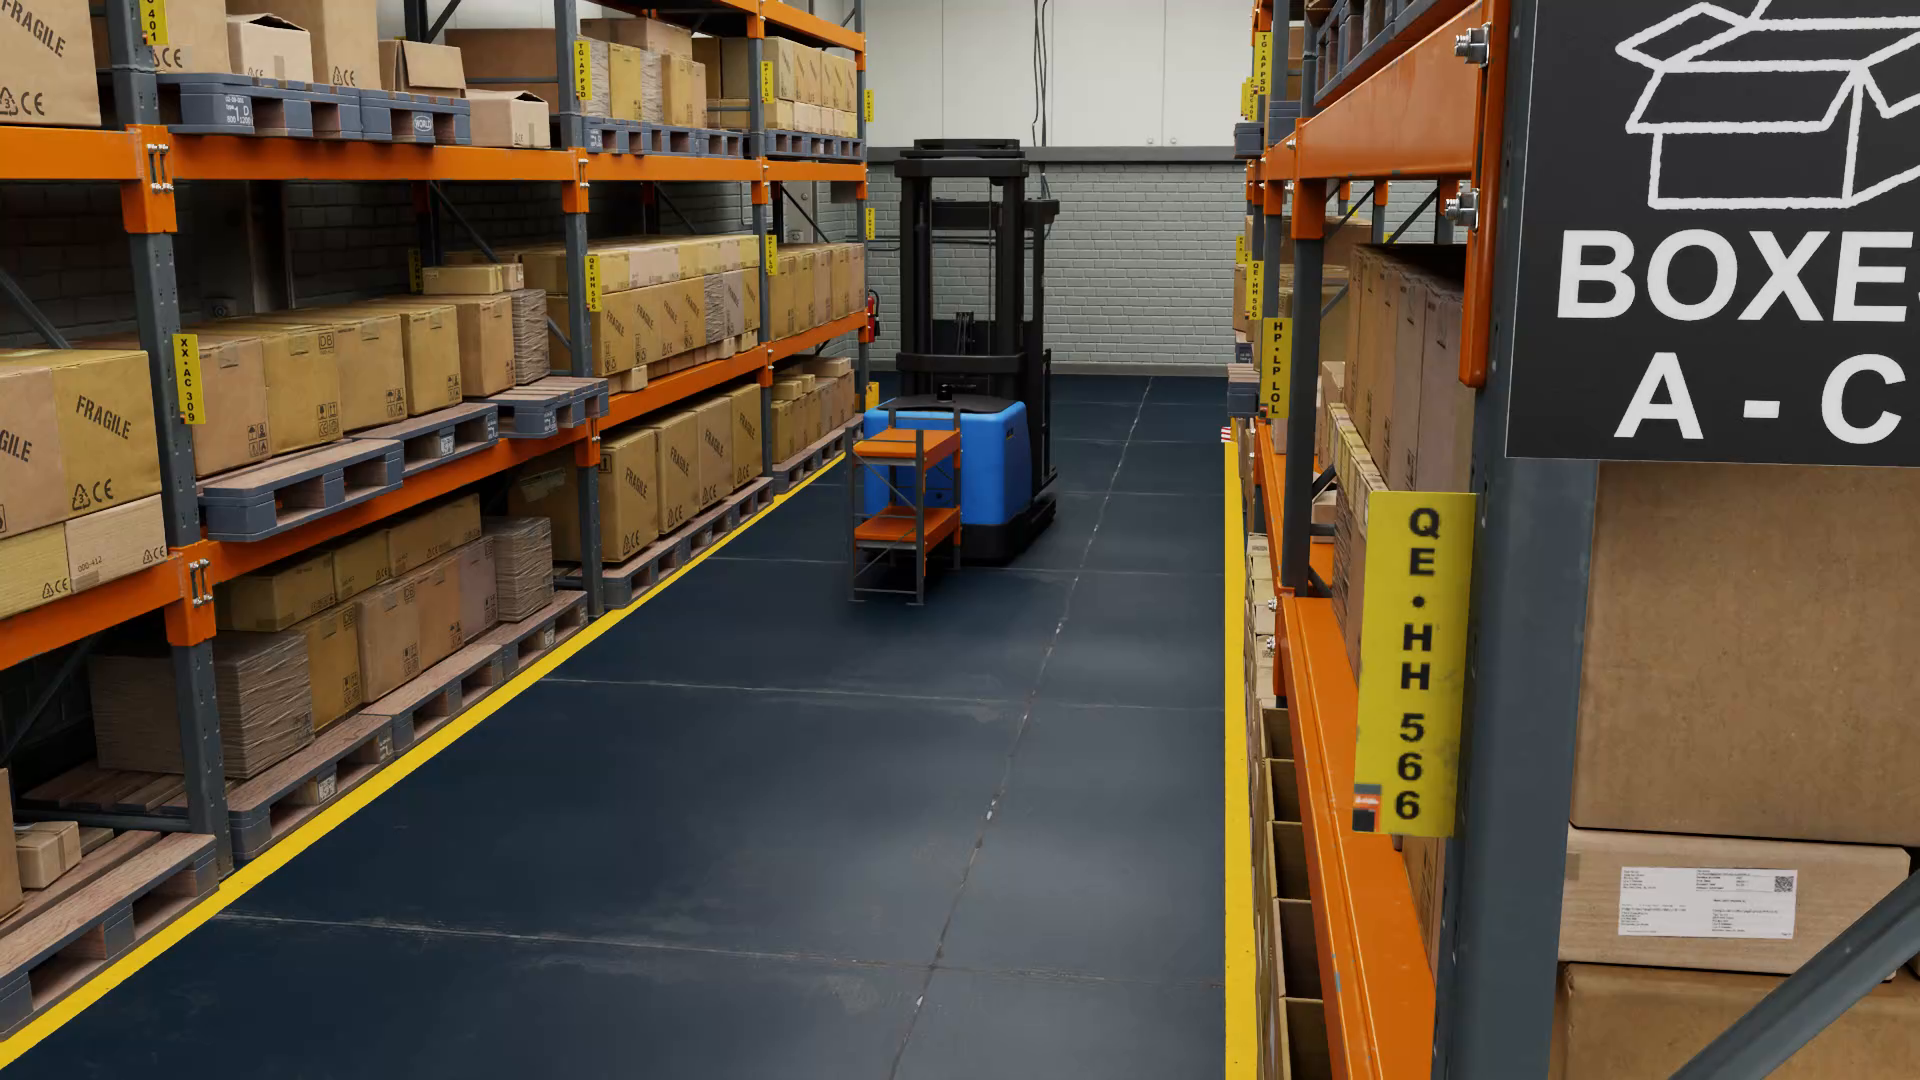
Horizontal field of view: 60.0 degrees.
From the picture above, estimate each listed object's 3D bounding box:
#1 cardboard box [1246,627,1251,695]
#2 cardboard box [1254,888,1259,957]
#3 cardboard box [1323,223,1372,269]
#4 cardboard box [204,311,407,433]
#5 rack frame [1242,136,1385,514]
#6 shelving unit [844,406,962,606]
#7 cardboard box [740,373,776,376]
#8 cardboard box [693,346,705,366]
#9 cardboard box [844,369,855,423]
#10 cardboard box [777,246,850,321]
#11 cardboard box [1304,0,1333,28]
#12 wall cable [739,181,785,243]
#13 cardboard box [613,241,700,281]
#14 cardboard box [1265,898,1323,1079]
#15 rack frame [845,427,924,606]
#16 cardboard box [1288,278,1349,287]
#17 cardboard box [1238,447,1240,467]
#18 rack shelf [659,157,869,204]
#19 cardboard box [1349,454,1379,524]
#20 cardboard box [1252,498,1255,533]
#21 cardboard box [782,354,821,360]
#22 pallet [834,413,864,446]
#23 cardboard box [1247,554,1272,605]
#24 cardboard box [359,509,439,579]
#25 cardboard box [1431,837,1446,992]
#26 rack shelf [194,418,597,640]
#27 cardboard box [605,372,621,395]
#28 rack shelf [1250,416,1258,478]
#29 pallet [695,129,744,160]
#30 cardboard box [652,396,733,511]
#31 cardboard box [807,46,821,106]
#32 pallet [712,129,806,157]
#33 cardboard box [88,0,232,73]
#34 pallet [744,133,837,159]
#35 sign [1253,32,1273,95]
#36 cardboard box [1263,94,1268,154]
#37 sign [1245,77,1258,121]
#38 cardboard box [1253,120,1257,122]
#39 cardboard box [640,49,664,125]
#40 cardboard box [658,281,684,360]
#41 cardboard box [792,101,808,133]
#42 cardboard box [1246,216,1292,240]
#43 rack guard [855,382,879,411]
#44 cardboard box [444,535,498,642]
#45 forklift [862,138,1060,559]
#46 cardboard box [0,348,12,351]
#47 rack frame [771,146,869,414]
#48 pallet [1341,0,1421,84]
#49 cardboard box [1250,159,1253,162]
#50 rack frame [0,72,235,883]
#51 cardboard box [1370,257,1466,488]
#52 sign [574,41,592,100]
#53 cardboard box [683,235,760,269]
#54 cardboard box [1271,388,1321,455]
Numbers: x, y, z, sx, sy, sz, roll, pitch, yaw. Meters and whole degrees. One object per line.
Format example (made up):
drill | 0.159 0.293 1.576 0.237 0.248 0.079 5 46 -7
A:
cardboard box | 1.661 0.605 8.096 0.500 0.250 0.500 2 12 7
cardboard box | 1.196 1.212 5.281 0.500 0.250 0.500 2 12 9
cardboard box | 3.148 -2.306 13.462 0.500 0.500 0.500 2 12 10
cardboard box | -3.053 -0.797 7.788 0.700 0.500 0.500 4 13 16
rack frame | 2.797 -1.679 13.165 1.000 3.000 0.127 2 12 9
shelving unit | -0.358 -0.252 10.992 0.538 1.125 1.048 3 12 13
cardboard box | -1.942 -1.485 15.661 0.380 0.149 0.250 2 12 9
cardboard box | -2.109 -1.383 12.341 0.380 0.149 0.250 2 12 7
cardboard box | -1.492 -1.506 17.298 0.700 0.500 0.500 2 12 9
cardboard box | -1.653 -2.560 16.540 0.980 0.700 0.700 2 12 8
cardboard box | 1.229 -1.706 4.605 0.500 0.500 0.500 3 13 13
wall cable | -2.221 -3.465 19.042 0.084 1.984 1.851 2 12 9
cardboard box | -2.162 -1.986 11.816 0.500 0.250 0.500 2 12 7
cardboard box | 0.957 1.157 3.754 0.500 0.500 0.500 2 12 9
rack frame | -0.474 -0.148 10.509 0.500 1.125 0.032 3 12 13
cardboard box | 2.497 -1.420 10.726 0.700 0.500 0.500 4 13 19
cardboard box | 2.603 -0.708 14.383 0.380 0.149 0.250 2 12 9
rack shelf | -1.791 -3.370 15.598 1.077 0.370 4.000 2 12 9
cardboard box | 1.178 -0.117 4.141 0.380 0.149 0.250 1 12 7
cardboard box | 2.094 -0.042 10.457 0.500 0.500 0.500 2 12 11
cardboard box | -1.670 -1.856 17.380 0.380 0.149 0.250 2 12 9
pallet | -1.529 -1.139 17.279 1.003 0.211 1.213 2 12 9
cardboard box | 1.739 0.227 8.517 0.500 0.311 0.500 2 12 7
cardboard box | -2.996 0.010 8.438 0.500 0.250 0.500 2 12 8
cardboard box | 1.112 0.564 2.520 0.700 0.500 0.500 2 12 10
rack shelf | -3.021 -0.238 8.186 1.077 0.370 4.000 2 12 9
cardboard box | -2.387 -1.006 10.592 0.380 0.149 0.250 2 12 9
rack shelf | 2.489 -0.911 11.309 1.077 0.370 4.000 2 12 9
pallet | -2.191 -3.019 12.717 0.805 0.209 1.217 1 12 6
cardboard box | -2.204 -0.669 12.582 0.750 0.750 0.750 2 12 10
cardboard box | -1.568 -4.202 15.094 0.500 0.500 0.500 2 12 9
pallet | -1.962 -3.432 14.388 1.003 0.211 1.213 2 12 9
cardboard box | -3.166 -2.005 6.324 0.500 0.500 0.500 4 13 17
pallet | -1.772 -3.685 15.563 1.003 0.211 1.213 2 12 9
sign | 1.646 -2.584 9.014 0.100 0.325 0.005 2 12 9
cardboard box | 2.374 -2.668 10.396 0.910 0.500 0.500 2 12 9
sign | 2.260 -3.414 12.869 0.100 0.325 0.005 2 12 9
cardboard box | 2.604 -3.427 13.323 0.500 0.250 0.500 2 12 9
cardboard box | -2.504 -3.169 11.678 0.700 0.500 0.500 2 12 9
cardboard box | -2.219 -1.515 11.413 0.500 0.500 0.500 2 12 8
cardboard box | -1.639 -3.727 14.669 0.500 0.250 0.500 2 12 7
cardboard box | 3.011 -2.857 16.018 0.500 0.500 0.500 2 12 9
rack guard | -1.479 -1.455 18.056 1.175 0.500 0.348 2 12 9
cardboard box | -2.967 0.256 9.076 0.700 0.500 0.500 2 12 9
forklift | 0.145 -1.562 12.783 1.130 2.935 3.031 3 12 13
cardboard box | -3.607 -0.386 5.691 0.500 0.500 0.500 2 12 7
rack frame | -1.483 -2.672 17.770 1.000 3.000 0.127 2 12 9
pallet | 1.271 -1.005 3.128 1.003 0.211 1.213 2 12 9
cardboard box | 2.765 -3.390 14.340 0.500 0.250 0.500 2 12 9
rack frame | -3.329 -0.174 6.179 1.000 3.000 0.127 2 12 9
cardboard box | 1.351 -0.395 3.889 0.700 0.500 0.500 2 12 9
sign | -2.178 -2.707 9.588 0.100 0.325 0.005 2 12 9
cardboard box | -1.917 -2.304 13.293 0.500 0.250 0.500 2 12 10
cardboard box | 1.853 -0.623 8.476 0.500 0.311 0.500 2 12 8
